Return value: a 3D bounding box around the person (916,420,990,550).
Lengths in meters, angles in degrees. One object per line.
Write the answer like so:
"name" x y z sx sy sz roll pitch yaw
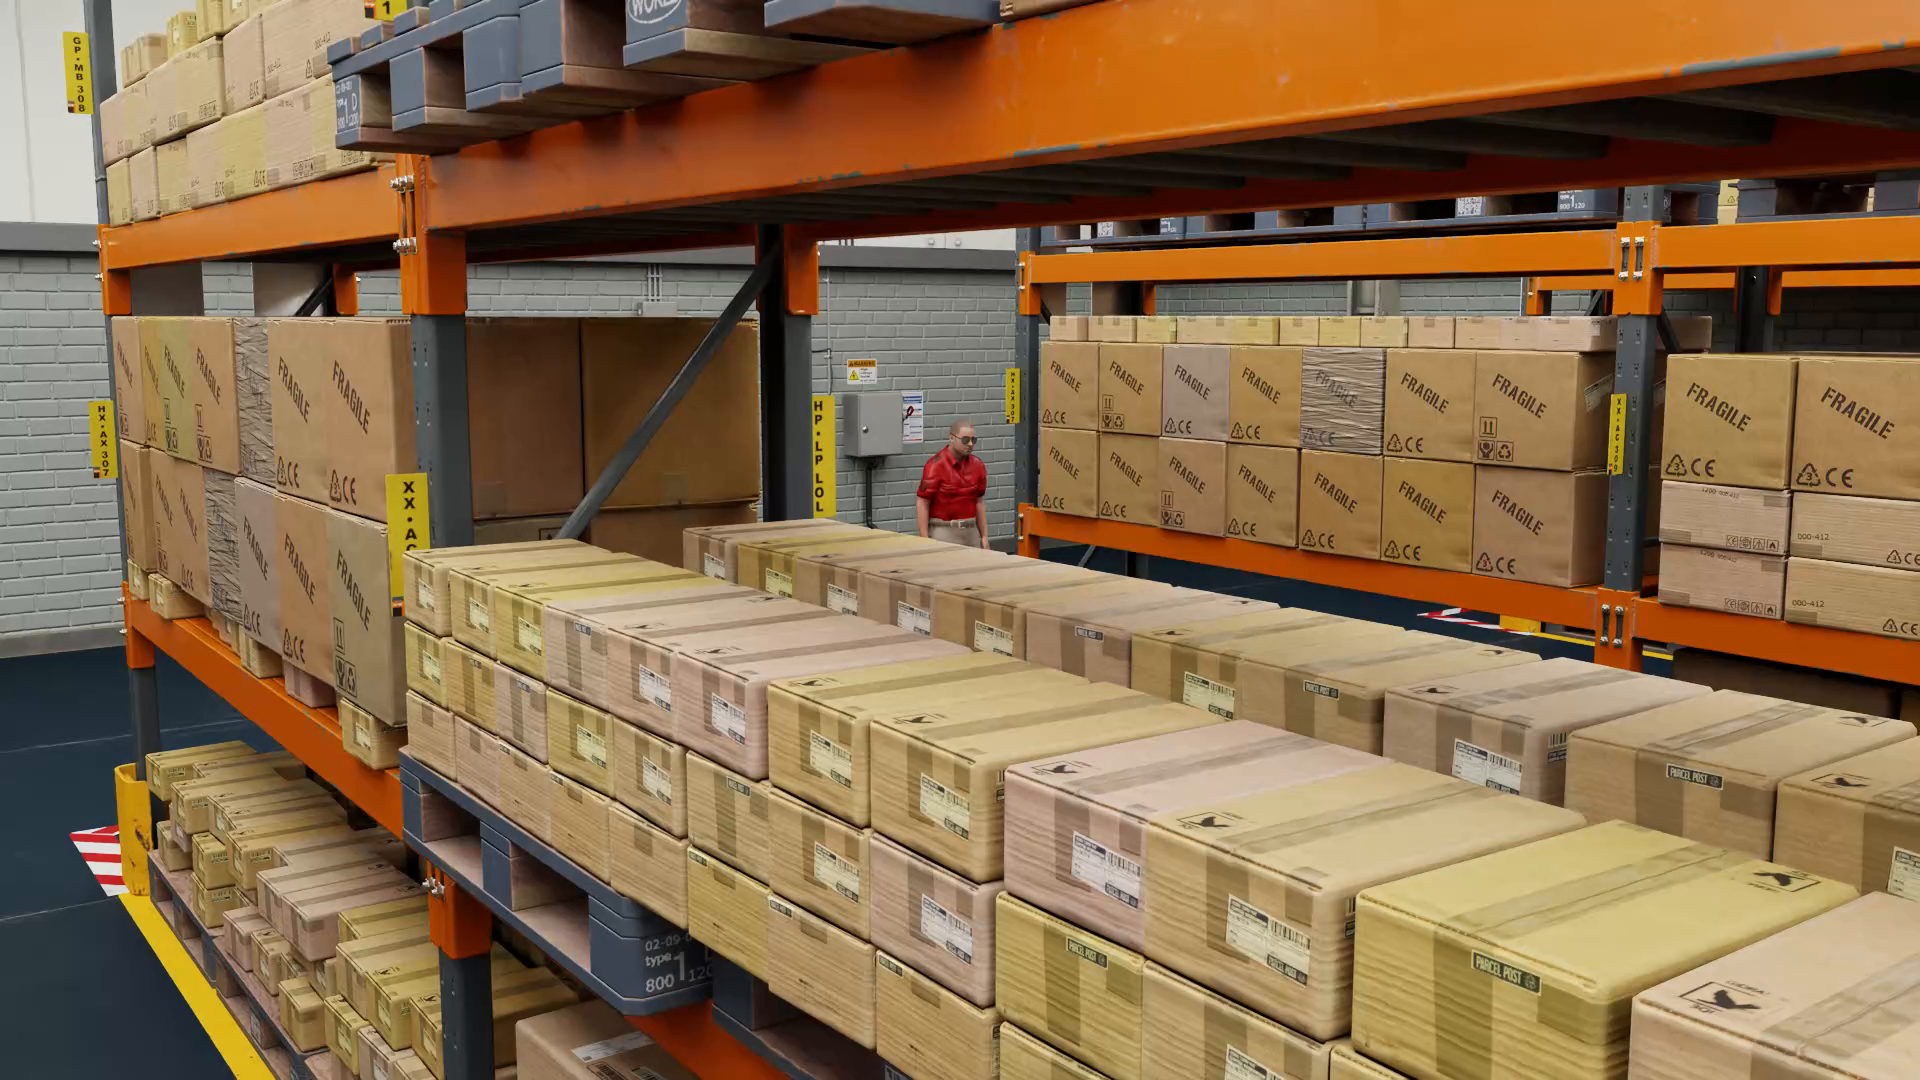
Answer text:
"person" -0.037 0.015 11.743 0.585 1.726 0.396 -6 10 -36
